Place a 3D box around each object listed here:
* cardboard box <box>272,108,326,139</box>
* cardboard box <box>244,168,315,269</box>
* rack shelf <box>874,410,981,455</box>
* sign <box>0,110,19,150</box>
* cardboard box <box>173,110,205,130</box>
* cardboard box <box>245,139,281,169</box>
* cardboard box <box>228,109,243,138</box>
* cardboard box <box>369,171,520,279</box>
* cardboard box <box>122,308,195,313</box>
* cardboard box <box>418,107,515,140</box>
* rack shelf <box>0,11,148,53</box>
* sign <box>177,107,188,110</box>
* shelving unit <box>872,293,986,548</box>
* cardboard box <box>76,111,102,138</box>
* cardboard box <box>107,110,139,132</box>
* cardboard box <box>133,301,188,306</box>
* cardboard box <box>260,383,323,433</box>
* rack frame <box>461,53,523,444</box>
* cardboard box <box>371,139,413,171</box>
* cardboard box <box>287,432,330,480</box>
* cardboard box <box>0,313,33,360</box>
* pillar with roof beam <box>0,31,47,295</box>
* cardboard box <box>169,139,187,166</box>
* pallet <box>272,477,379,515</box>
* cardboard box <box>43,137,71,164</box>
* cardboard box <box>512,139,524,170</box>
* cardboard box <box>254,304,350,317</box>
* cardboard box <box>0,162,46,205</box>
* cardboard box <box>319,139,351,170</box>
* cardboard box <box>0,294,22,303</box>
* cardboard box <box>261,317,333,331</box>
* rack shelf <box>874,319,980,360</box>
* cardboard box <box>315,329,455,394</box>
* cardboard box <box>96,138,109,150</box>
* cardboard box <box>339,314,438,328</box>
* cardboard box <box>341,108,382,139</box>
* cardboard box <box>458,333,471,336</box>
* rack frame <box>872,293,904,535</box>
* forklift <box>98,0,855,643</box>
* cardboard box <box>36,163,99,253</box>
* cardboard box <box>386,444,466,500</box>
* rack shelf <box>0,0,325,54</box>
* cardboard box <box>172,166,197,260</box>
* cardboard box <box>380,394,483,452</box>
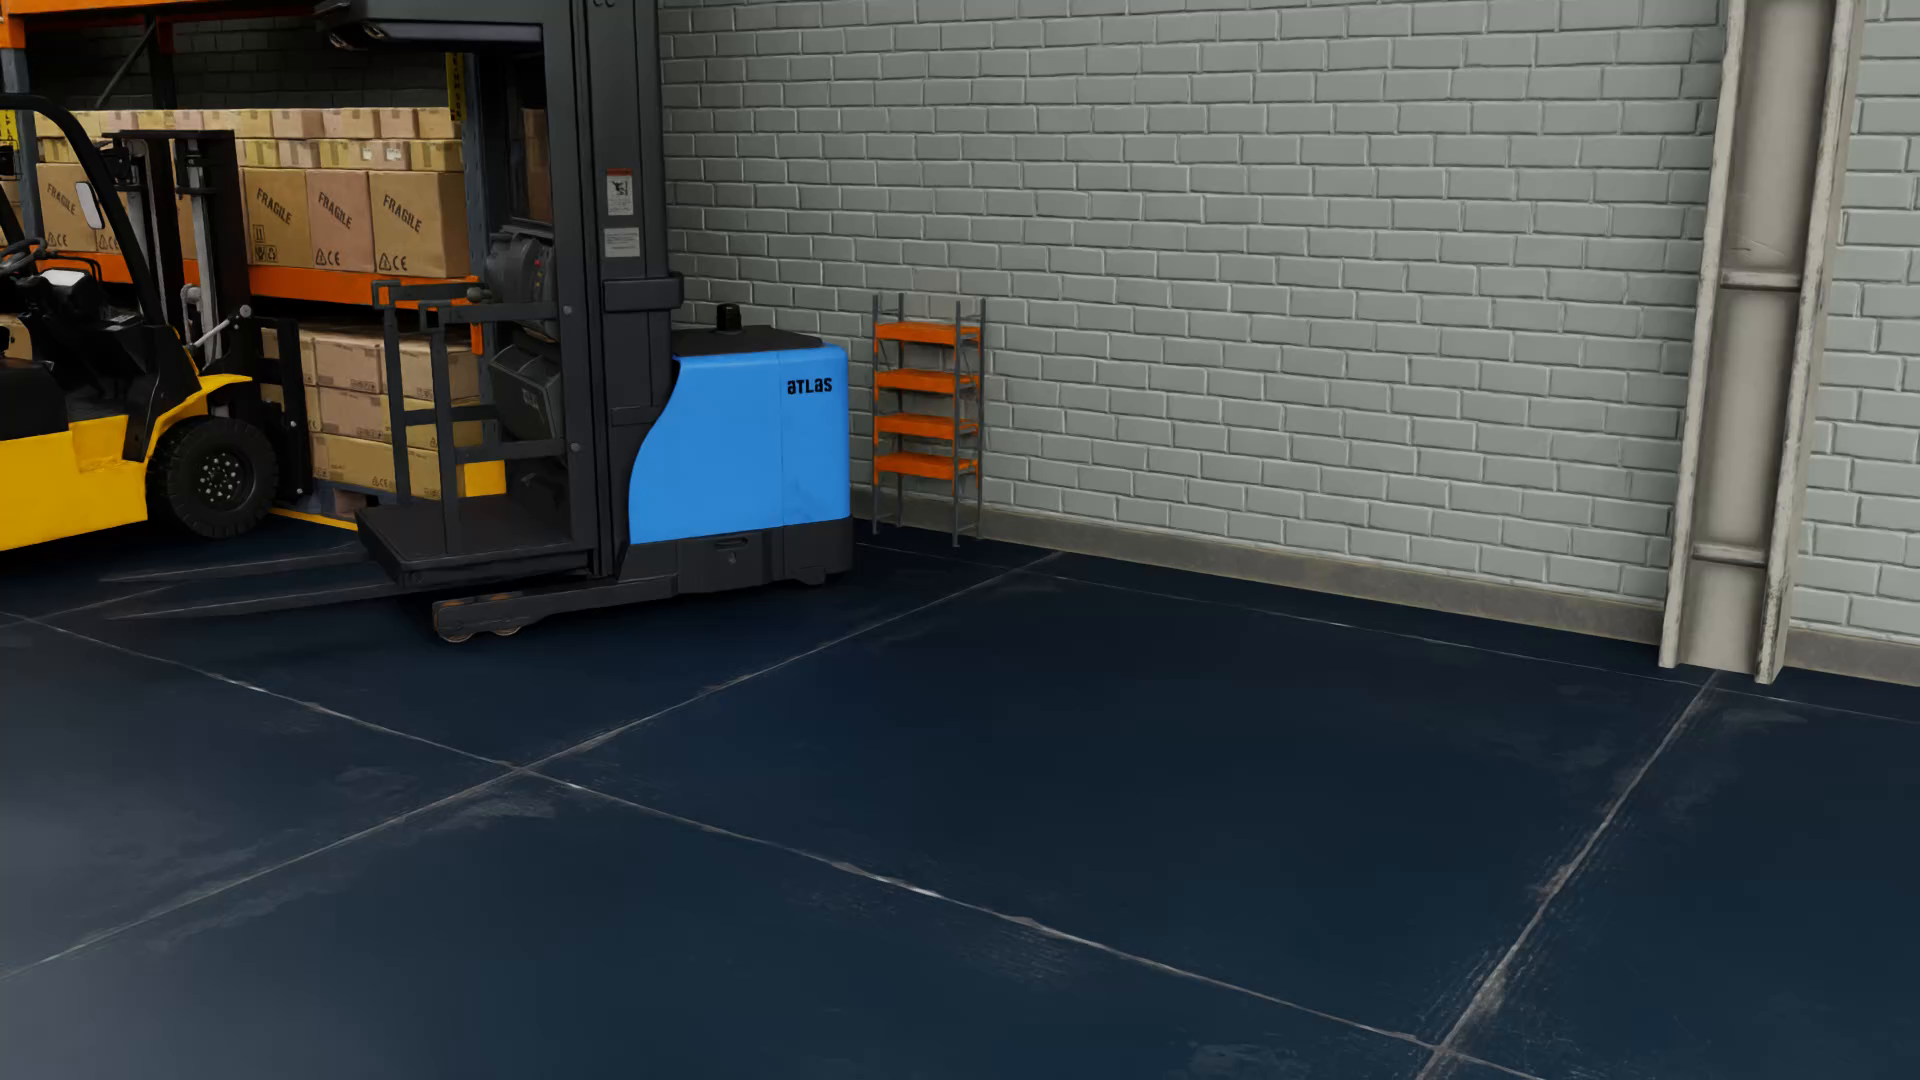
[{"bbox_3d":[-3.292,-2.140,8.550,0.250,0.149,0.380,10,17,34],"label":"cardboard box"},{"bbox_3d":[-3.385,-1.711,8.785,0.500,0.500,0.500,9,16,32],"label":"cardboard box"},{"bbox_3d":[-0.160,-0.535,8.254,0.480,0.148,0.258,9,15,32],"label":"rack shelf"},{"bbox_3d":[-5.594,-2.459,9.771,0.005,0.325,0.100,9,17,33],"label":"sign"},{"bbox_3d":[-4.087,-2.294,9.172,0.250,0.149,0.380,9,17,33],"label":"cardboard box"},{"bbox_3d":[-3.502,-2.030,8.724,0.250,0.149,0.380,9,17,33],"label":"cardboard box"},{"bbox_3d":[-3.671,-2.227,8.901,0.250,0.149,0.380,9,17,34],"label":"cardboard box"},{"bbox_3d":[-2.535,-1.571,8.219,0.500,0.500,0.500,9,16,32],"label":"cardboard box"},{"bbox_3d":[-4.654,-1.202,9.703,0.500,0.250,0.500,9,17,33],"label":"cardboard box"},{"bbox_3d":[-2.395,-2.023,8.075,0.250,0.149,0.380,9,17,33],"label":"cardboard box"},{"bbox_3d":[-6.958,-3.420,11.153,4.000,0.370,1.077,9,17,33],"label":"rack shelf"},{"bbox_3d":[-4.990,-2.615,10.678,0.005,0.325,0.100,9,17,33],"label":"sign"},{"bbox_3d":[-0.159,-0.601,8.239,0.503,1.200,0.258,9,15,32],"label":"shelving unit"},{"bbox_3d":[-4.923,-2.438,9.751,0.250,0.149,0.380,9,17,34],"label":"cardboard box"},{"bbox_3d":[-4.560,-2.347,9.384,0.250,0.149,0.380,10,17,34],"label":"cardboard box"},{"bbox_3d":[-4.783,-1.372,10.392,0.500,0.250,0.500,10,17,34],"label":"cardboard box"},{"bbox_3d":[-3.408,-0.758,8.951,0.500,0.250,0.500,9,16,32],"label":"cardboard box"},{"bbox_3d":[-1.980,-1.509,8.176,0.127,3.000,1.000,9,17,33],"label":"rack frame"},{"bbox_3d":[-2.652,-1.891,8.163,0.250,0.149,0.380,9,17,34],"label":"cardboard box"},{"bbox_3d":[-3.363,-0.516,9.012,0.500,0.250,0.500,9,17,33],"label":"cardboard box"},{"bbox_3d":[-5.738,-1.164,10.852,0.625,0.625,0.875,10,17,35],"label":"cardboard box"},{"bbox_3d":[-9.436,-4.640,8.342,0.400,9.000,9.100,9,17,33],"label":"pillar with roof beam"},{"bbox_3d":[-4.135,-2.136,9.152,0.250,0.149,0.380,9,16,31],"label":"cardboard box"},{"bbox_3d":[-3.646,-0.413,9.554,1.213,0.211,1.003,9,17,33],"label":"pallet"},{"bbox_3d":[-5.181,-2.314,9.869,0.250,0.149,0.380,9,16,32],"label":"cardboard box"},{"bbox_3d":[-2.116,-1.970,8.479,0.250,0.149,0.380,9,16,31],"label":"cardboard box"},{"bbox_3d":[-3.942,-1.237,9.845,0.500,0.250,0.500,9,17,33],"label":"cardboard box"},{"bbox_3d":[-5.849,-2.230,10.361,0.500,0.250,0.500,9,16,32],"label":"cardboard box"},{"bbox_3d":[-3.033,-1.974,8.496,0.250,0.149,0.380,9,17,32],"label":"cardboard box"},{"bbox_3d":[-7.003,-1.370,11.684,0.625,0.625,0.875,8,16,31],"label":"cardboard box"},{"bbox_3d":[-3.803,-1.065,9.152,0.500,0.250,0.500,9,16,32],"label":"cardboard box"},{"bbox_3d":[-0.154,-0.984,8.153,0.480,0.148,0.258,9,15,32],"label":"rack shelf"},{"bbox_3d":[-2.963,-0.930,8.606,0.500,0.250,0.500,10,17,34],"label":"cardboard box"},{"bbox_3d":[-4.734,-2.250,9.611,0.250,0.149,0.380,9,17,33],"label":"cardboard box"},{"bbox_3d":[-3.099,-1.101,9.296,0.500,0.250,0.500,9,17,32],"label":"cardboard box"},{"bbox_3d":[-2.849,-2.079,8.304,0.250,0.149,0.380,10,17,34],"label":"cardboard box"},{"bbox_3d":[-2.273,-0.966,8.749,0.500,0.250,0.500,9,16,32],"label":"cardboard box"},{"bbox_3d":[-0.363,-0.633,8.370,0.015,1.200,0.240,9,15,32],"label":"rack frame"},{"bbox_3d":[-2.019,-1.156,6.893,3.031,2.935,1.130,-8,16,-28],"label":"forklift"},{"bbox_3d":[-5.076,-1.982,9.881,0.500,0.500,0.500,9,16,31],"label":"cardboard box"},{"bbox_3d":[-2.546,-0.378,8.456,0.500,0.250,0.500,9,17,33],"label":"cardboard box"},{"bbox_3d":[-3.639,-2.884,8.986,4.000,0.370,1.077,9,17,33],"label":"rack shelf"},{"bbox_3d":[-4.214,-1.848,9.338,0.500,0.500,0.500,9,17,32],"label":"cardboard box"},{"bbox_3d":[-2.558,-0.624,8.408,0.500,0.250,0.500,9,16,32],"label":"cardboard box"}]
